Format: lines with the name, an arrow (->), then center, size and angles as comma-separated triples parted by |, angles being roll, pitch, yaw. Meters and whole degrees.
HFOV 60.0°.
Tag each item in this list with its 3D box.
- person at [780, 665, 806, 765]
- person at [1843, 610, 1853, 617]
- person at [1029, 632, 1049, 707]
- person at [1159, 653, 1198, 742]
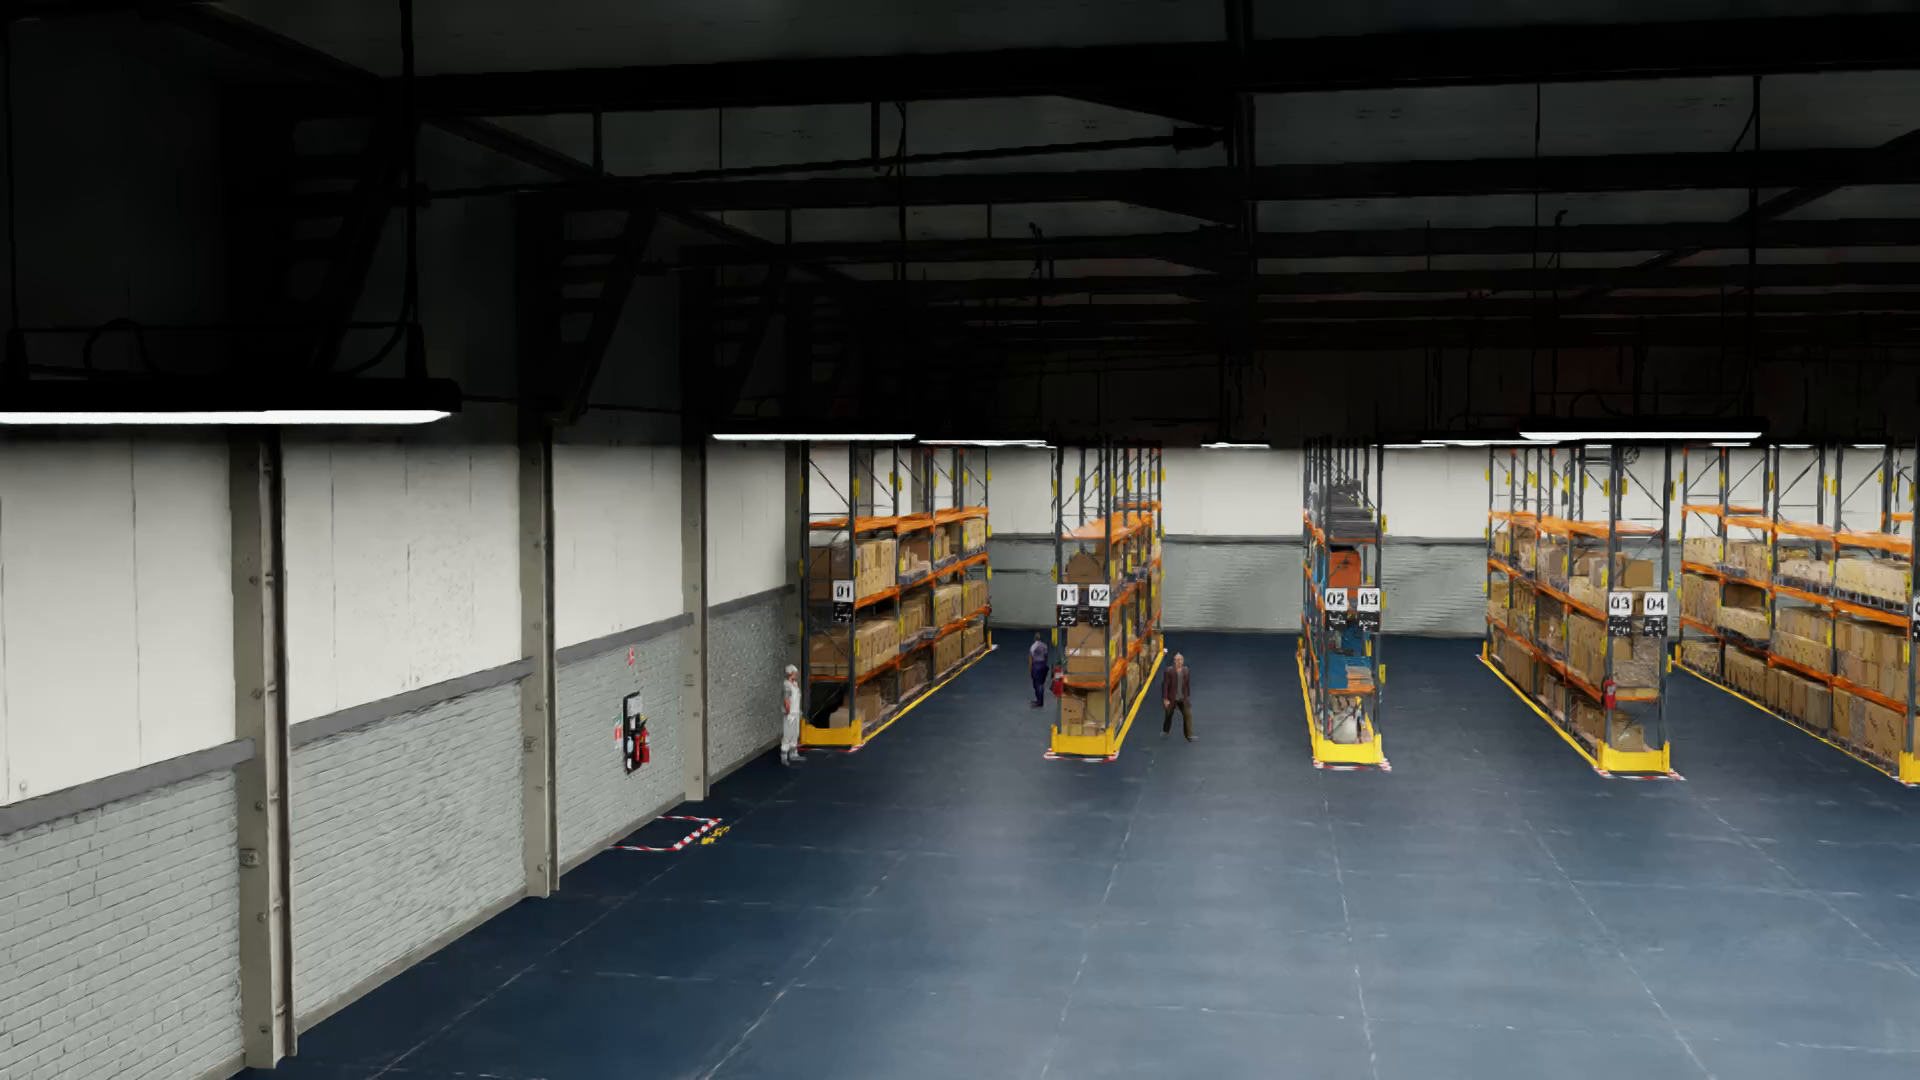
person -> -3.056, 3.164, 30.323 | 0.379, 1.792, 0.676 | 1, 3, 12
person -> 22.394, 2.575, 41.897 | 0.465, 1.801, 0.565 | 1, 3, 21
person -> 1.732, 2.878, 37.185 | 0.556, 1.644, 0.592 | 3, 4, 43
person -> 4.287, 3.089, 32.744 | 0.634, 1.735, 1.031 | -1, 3, -12
